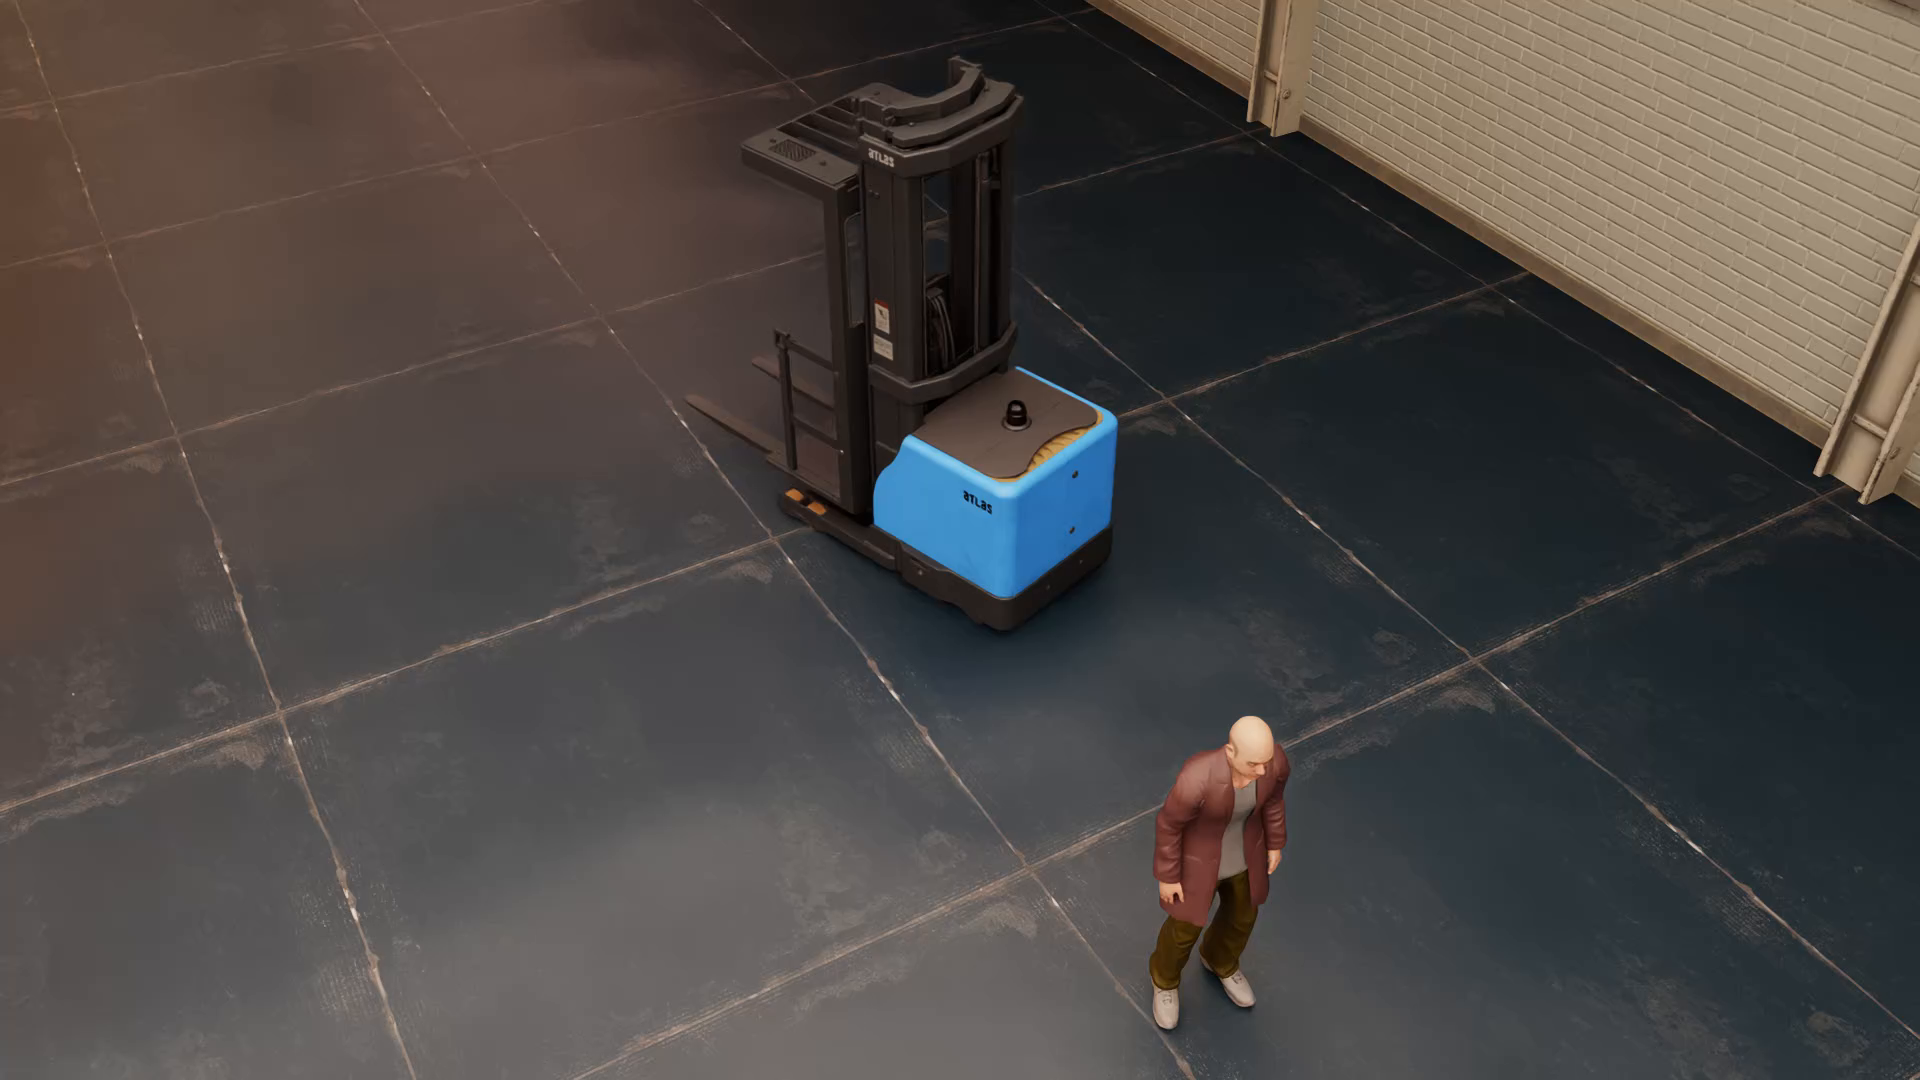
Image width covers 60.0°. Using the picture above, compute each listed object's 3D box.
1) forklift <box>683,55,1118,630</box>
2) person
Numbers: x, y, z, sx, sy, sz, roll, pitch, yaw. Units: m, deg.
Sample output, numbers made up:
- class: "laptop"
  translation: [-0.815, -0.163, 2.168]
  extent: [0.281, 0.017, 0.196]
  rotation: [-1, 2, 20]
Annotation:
- class: "forklift"
  translation: [-0.509, -1.419, 9.747]
  extent: [3.031, 2.935, 1.130]
  rotation: [30, 48, 31]
- class: "person"
  translation: [1.139, 1.400, 7.256]
  extent: [0.645, 1.772, 0.436]
  rotation: [-14, 42, -16]
